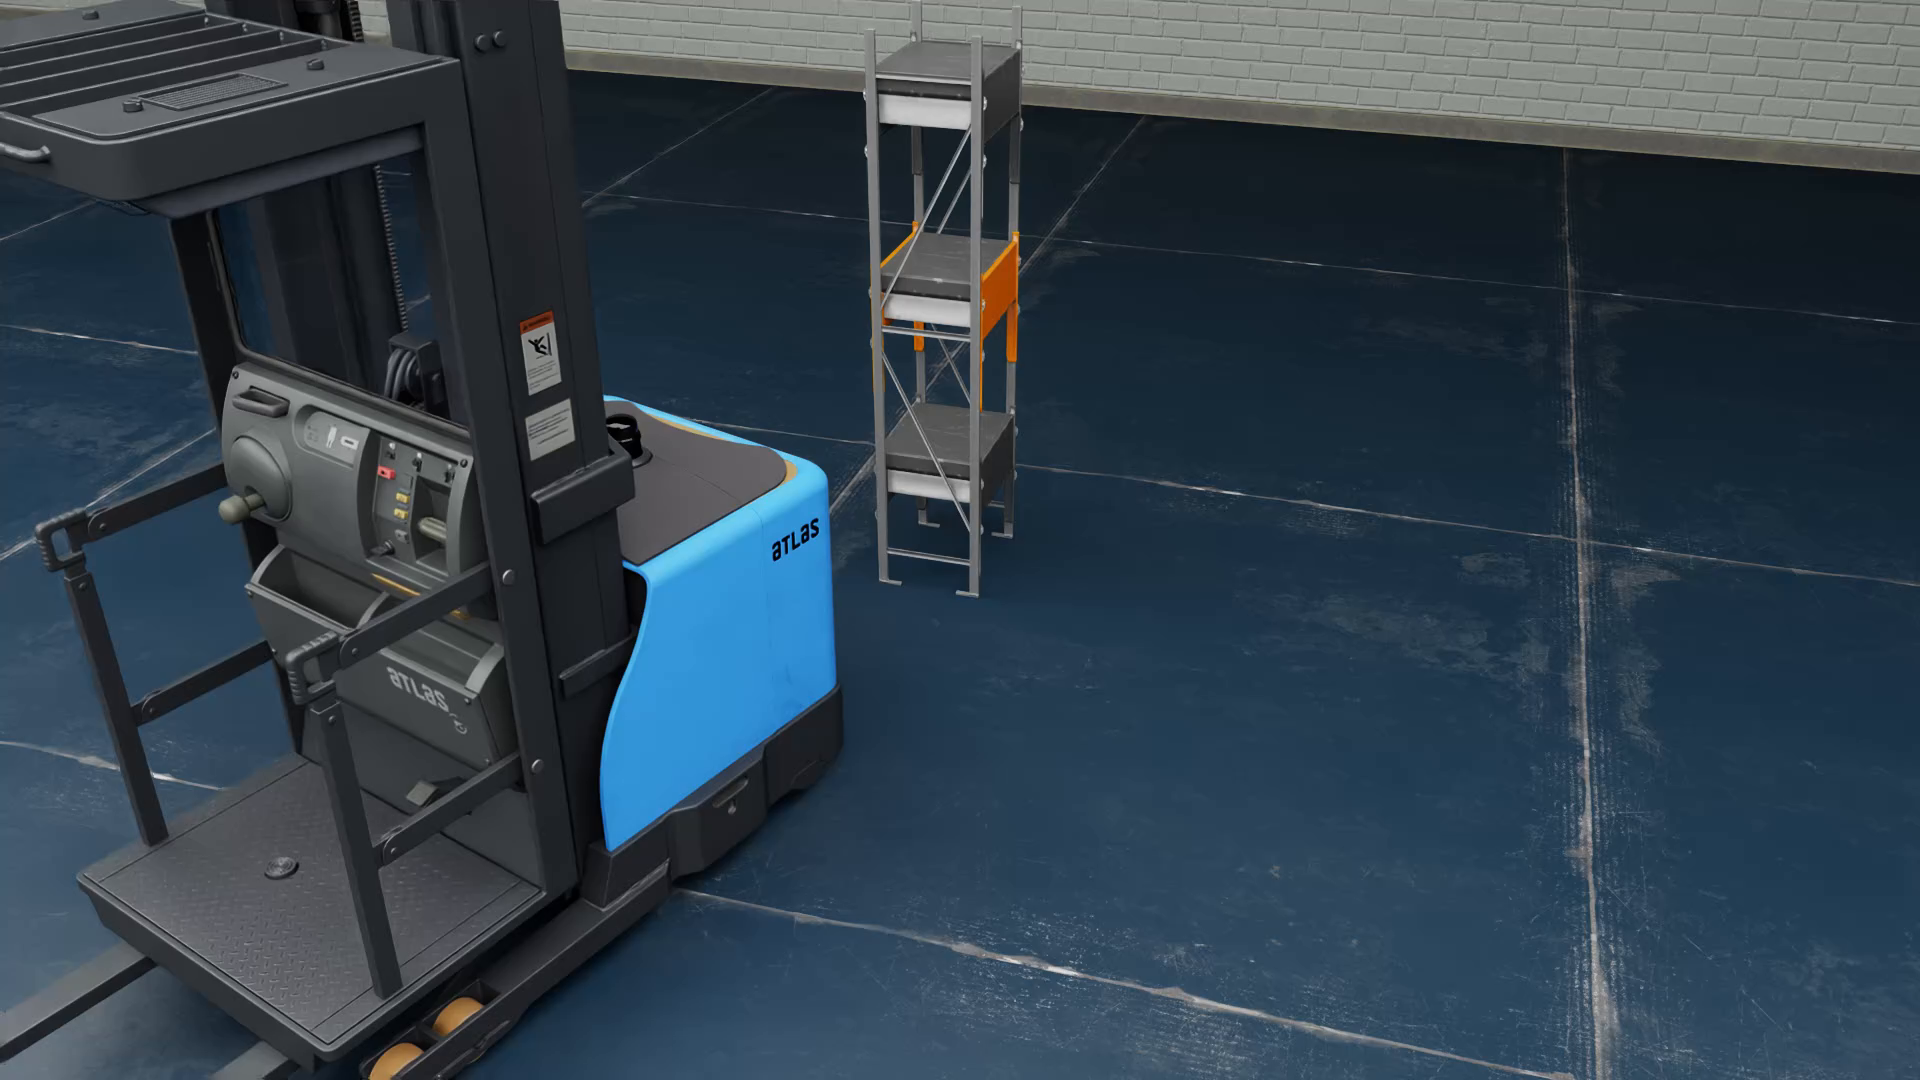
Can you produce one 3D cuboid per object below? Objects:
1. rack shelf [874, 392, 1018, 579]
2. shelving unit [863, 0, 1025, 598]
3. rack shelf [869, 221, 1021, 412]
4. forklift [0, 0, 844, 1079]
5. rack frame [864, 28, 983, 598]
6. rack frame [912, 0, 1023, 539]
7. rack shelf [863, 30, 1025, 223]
[{"bbox_3d":[-0.049,-0.217,6.448,0.431,0.518,0.480,8,30,15],"label":"rack shelf"},{"bbox_3d":[-0.049,-0.841,6.101,0.431,2.100,0.503,8,30,15],"label":"shelving unit"},{"bbox_3d":[-0.049,-0.829,6.108,0.431,0.518,0.480,8,30,15],"label":"rack shelf"},{"bbox_3d":[-1.638,-0.114,3.941,1.130,2.935,3.031,19,34,30],"label":"forklift"},{"bbox_3d":[-0.120,-0.727,5.897,0.400,2.100,0.015,8,30,15],"label":"rack frame"},{"bbox_3d":[0.023,-0.954,6.305,0.400,2.100,0.015,8,30,15],"label":"rack frame"},{"bbox_3d":[-0.049,-1.440,5.768,0.431,0.518,0.480,8,30,15],"label":"rack shelf"}]
